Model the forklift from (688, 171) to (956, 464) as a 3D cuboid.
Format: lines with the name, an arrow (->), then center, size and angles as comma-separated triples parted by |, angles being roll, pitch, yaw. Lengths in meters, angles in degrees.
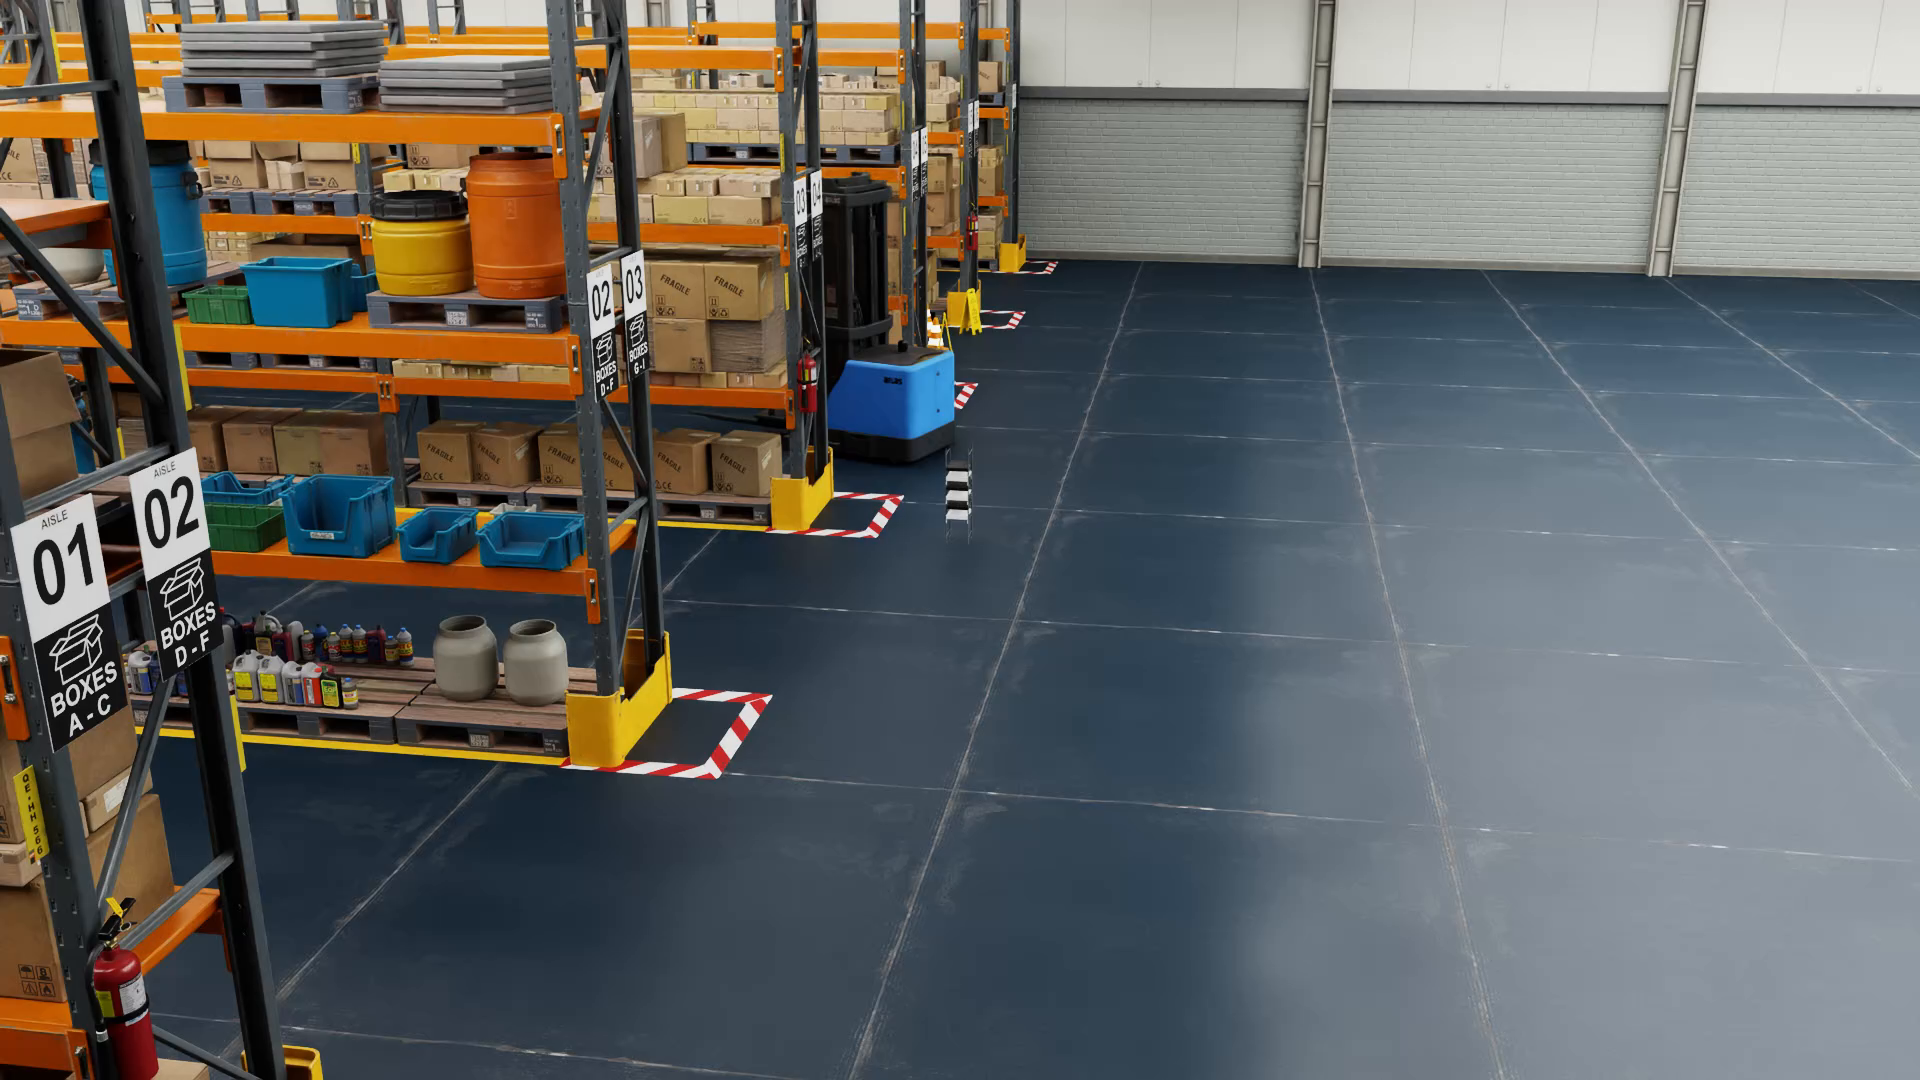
forklift -> -1.596, -2.508, 18.127 | 3.031, 2.935, 1.130 | 9, 21, 26

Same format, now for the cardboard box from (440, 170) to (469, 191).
cardboard box -> -4.572, -3.307, 15.287 | 0.250, 0.149, 0.380 | 3, 19, 9

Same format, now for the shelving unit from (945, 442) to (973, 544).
shelving unit -> -0.008, -0.427, 15.108 | 0.210, 0.900, 0.258 | 3, 19, 9

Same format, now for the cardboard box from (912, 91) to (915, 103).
cardboard box -> -0.747, -6.433, 24.162 | 0.250, 0.149, 0.380 | 3, 19, 8

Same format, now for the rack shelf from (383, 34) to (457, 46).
rack shelf -> -9.736, -7.613, 25.584 | 4.000, 0.370, 1.077 | 3, 19, 9

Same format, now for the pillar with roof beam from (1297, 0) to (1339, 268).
pillar with roof beam -> 5.618, -7.862, 24.565 | 0.400, 9.000, 9.100 | 3, 19, 9

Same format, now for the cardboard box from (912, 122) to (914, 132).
cardboard box -> -0.767, -6.055, 24.288 | 0.250, 0.149, 0.380 | 3, 19, 10

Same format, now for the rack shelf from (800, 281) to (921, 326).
rack shelf -> -2.522, -2.999, 20.619 | 4.000, 0.370, 1.077 | 3, 19, 9

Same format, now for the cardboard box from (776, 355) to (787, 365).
cardboard box -> -1.678, -1.660, 15.881 | 0.250, 0.149, 0.380 | 3, 19, 9

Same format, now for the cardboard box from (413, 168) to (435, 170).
cardboard box -> -5.017, -3.506, 15.883 | 0.250, 0.149, 0.380 | 3, 19, 10

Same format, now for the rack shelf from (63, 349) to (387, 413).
rack shelf -> -7.358, -1.651, 16.592 | 4.000, 0.370, 1.077 | 3, 19, 9

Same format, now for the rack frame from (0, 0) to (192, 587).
rack frame -> -3.009, -1.432, 5.348 | 0.127, 3.000, 1.000 | 3, 19, 9

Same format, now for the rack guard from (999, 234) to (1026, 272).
rack guard -> 0.945, -5.164, 29.895 | 0.348, 0.500, 1.175 | 3, 19, 9

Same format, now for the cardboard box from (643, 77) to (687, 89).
cardboard box -> -4.404, -6.773, 24.825 | 0.500, 0.250, 0.500 | 3, 19, 10

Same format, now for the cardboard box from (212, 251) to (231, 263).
cardboard box -> -9.251, -3.616, 21.063 | 0.250, 0.149, 0.380 | 3, 19, 9

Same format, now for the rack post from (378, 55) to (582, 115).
rack post -> -2.946, -2.825, 10.298 | 0.954, 0.300, 0.937 | 5, 19, 15

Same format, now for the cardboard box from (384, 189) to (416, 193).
cardboard box -> -4.980, -3.140, 15.417 | 0.500, 0.250, 0.500 | 2, 19, 7

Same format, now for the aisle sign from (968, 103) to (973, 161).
aisle sign -> 0.153, -5.934, 24.161 | 0.004, 0.787, 0.394 | 3, 19, 9

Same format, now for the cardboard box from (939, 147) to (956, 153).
cardboard box -> -0.211, -6.842, 29.322 | 0.250, 0.149, 0.380 | 3, 19, 9

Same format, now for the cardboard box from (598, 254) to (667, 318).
cardboard box -> -3.004, -2.353, 15.352 | 0.500, 0.500, 0.500 | 3, 19, 9

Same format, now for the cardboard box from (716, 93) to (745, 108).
cardboard box -> -2.689, -5.167, 19.559 | 0.250, 0.149, 0.380 | 3, 19, 8

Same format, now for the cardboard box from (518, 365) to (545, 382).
cardboard box -> -3.981, -1.612, 15.738 | 0.250, 0.149, 0.380 | 3, 19, 9

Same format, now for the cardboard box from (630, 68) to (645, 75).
cardboard box -> -5.787, -8.363, 29.812 | 0.500, 0.500, 0.700 | 3, 19, 8

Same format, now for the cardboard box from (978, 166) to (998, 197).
cardboard box -> 0.394, -6.340, 29.314 | 0.500, 0.500, 0.500 | 3, 19, 7

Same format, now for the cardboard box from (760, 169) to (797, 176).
cardboard box -> -1.669, -3.317, 15.318 | 0.250, 0.149, 0.380 | 3, 19, 8

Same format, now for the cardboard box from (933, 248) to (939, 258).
cardboard box -> -0.575, -5.226, 29.814 | 0.500, 0.250, 0.500 | 3, 19, 9

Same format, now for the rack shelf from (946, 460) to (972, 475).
rack shelf -> -0.008, -0.652, 15.033 | 0.200, 0.077, 0.258 | 3, 19, 9

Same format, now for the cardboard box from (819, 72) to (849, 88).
cardboard box -> -2.245, -8.060, 29.206 | 0.500, 0.311, 0.500 | 3, 19, 10

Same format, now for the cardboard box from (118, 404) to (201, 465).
cardboard box -> -8.119, -1.065, 16.952 | 0.500, 0.500, 0.700 | 1, 19, 4

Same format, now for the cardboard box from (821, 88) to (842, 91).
cardboard box -> -1.918, -6.682, 24.906 | 0.250, 0.149, 0.380 | 3, 19, 9

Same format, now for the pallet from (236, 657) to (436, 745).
pallet -> -4.305, 1.090, 11.660 | 1.213, 0.211, 1.003 | 3, 19, 9

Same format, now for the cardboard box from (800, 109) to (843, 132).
cardboard box -> -1.569, -4.941, 19.510 | 0.500, 0.250, 0.500 | 3, 19, 9

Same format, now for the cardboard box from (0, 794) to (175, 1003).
cardboard box -> -3.468, 1.338, 6.366 | 0.500, 0.500, 0.700 | 3, 19, 9

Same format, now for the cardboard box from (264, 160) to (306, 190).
cardboard box -> -6.328, -3.466, 15.703 | 0.258, 0.266, 0.396 | 4, 19, 11

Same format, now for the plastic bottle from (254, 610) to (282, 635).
plastic bottle -> -4.979, 0.675, 11.985 | 0.185, 0.351, 0.144 | 3, 19, 8

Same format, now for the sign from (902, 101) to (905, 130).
sign -> -0.648, -4.875, 19.094 | 0.005, 0.325, 0.100 | 3, 19, 9

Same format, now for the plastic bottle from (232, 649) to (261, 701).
plastic bottle -> -4.832, 0.909, 11.287 | 0.185, 0.351, 0.144 | 3, 19, 8

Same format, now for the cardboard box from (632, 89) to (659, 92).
cardboard box -> -3.836, -5.437, 20.366 | 0.250, 0.149, 0.380 | 3, 19, 8

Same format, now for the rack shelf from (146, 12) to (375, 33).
rack shelf -> -12.902, -9.557, 30.771 | 4.000, 0.370, 1.077 | 3, 19, 9

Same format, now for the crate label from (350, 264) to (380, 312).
crate label -> -4.016, -1.688, 11.076 | 0.408, 0.251, 0.502 | 3, 19, 9

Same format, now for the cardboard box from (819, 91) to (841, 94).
cardboard box -> -1.576, -5.323, 20.023 | 0.250, 0.149, 0.380 | 3, 19, 9

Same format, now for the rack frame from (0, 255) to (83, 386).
rack frame -> -9.333, -2.093, 16.778 | 0.127, 3.000, 1.000 | 3, 19, 9

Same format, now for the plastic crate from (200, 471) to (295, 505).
plastic crate -> -5.033, -0.299, 11.650 | 0.616, 0.251, 0.499 | 3, 19, 9

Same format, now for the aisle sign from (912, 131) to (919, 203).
aisle sign -> -0.525, -4.375, 19.500 | 0.004, 0.787, 0.394 | 3, 19, 9

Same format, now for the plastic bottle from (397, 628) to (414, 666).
plastic bottle -> -3.961, 0.758, 11.865 | 0.097, 0.271, 0.097 | 0, 18, 0

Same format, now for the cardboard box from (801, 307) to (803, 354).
cardboard box -> -2.097, -2.488, 20.645 | 0.875, 0.875, 0.875 | 3, 19, 8

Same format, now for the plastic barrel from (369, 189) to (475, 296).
plastic barrel -> -3.366, -1.867, 10.418 | 0.600, 0.588, 0.600 | 0, 18, 0

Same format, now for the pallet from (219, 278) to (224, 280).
pallet -> -9.167, -3.553, 21.445 | 1.003, 0.211, 1.213 | 3, 19, 9

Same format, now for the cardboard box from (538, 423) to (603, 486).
cardboard box -> -3.803, -0.840, 16.310 | 0.500, 0.500, 0.500 | 1, 19, 4

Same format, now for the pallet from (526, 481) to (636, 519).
pallet -> -3.507, -0.486, 16.370 | 1.213, 0.211, 1.003 | 3, 19, 9

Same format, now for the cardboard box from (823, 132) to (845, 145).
cardboard box -> -1.432, -4.725, 19.495 | 0.250, 0.149, 0.380 | 3, 19, 9
